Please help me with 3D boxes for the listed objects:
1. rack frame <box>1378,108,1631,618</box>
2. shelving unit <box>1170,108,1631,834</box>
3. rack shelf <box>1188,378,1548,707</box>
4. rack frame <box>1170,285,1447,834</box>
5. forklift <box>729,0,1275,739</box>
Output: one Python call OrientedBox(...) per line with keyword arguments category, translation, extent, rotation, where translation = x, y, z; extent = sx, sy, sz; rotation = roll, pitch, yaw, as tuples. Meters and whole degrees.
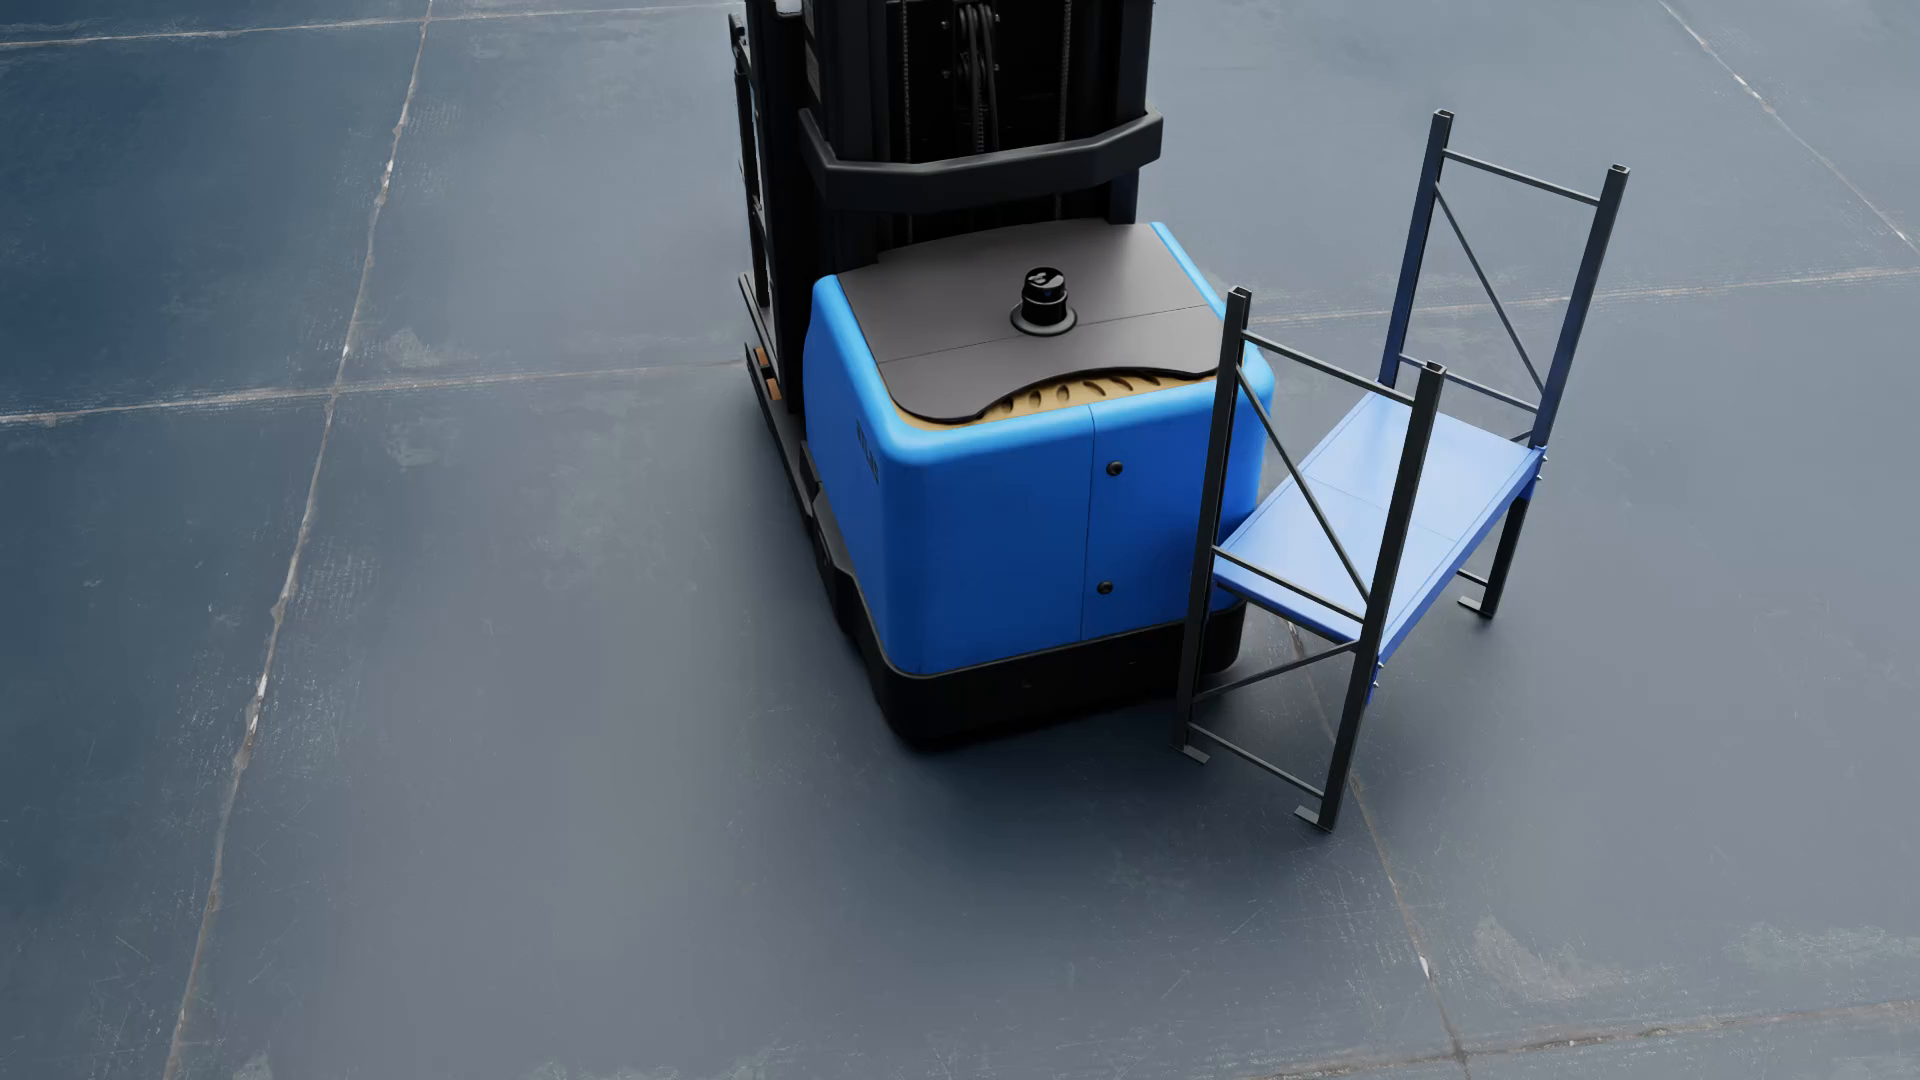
OrientedBox(category="rack frame", translation=(1.407, -0.431, 4.608), extent=(0.500, 1.500, 0.032), rotation=(27, 49, 27))
OrientedBox(category="shelving unit", translation=(1.098, -0.161, 4.308), extent=(0.538, 1.500, 1.048), rotation=(27, 49, 27))
OrientedBox(category="rack shelf", translation=(1.098, -0.027, 4.429), extent=(0.538, 0.185, 1.000), rotation=(27, 49, 27))
OrientedBox(category="rack frame", translation=(0.790, 0.110, 4.008), extent=(0.500, 1.500, 0.032), rotation=(27, 49, 27))
OrientedBox(category="forklift", translation=(-0.111, -1.547, 4.777), extent=(1.130, 2.935, 3.031), rotation=(-11, 43, -12))
